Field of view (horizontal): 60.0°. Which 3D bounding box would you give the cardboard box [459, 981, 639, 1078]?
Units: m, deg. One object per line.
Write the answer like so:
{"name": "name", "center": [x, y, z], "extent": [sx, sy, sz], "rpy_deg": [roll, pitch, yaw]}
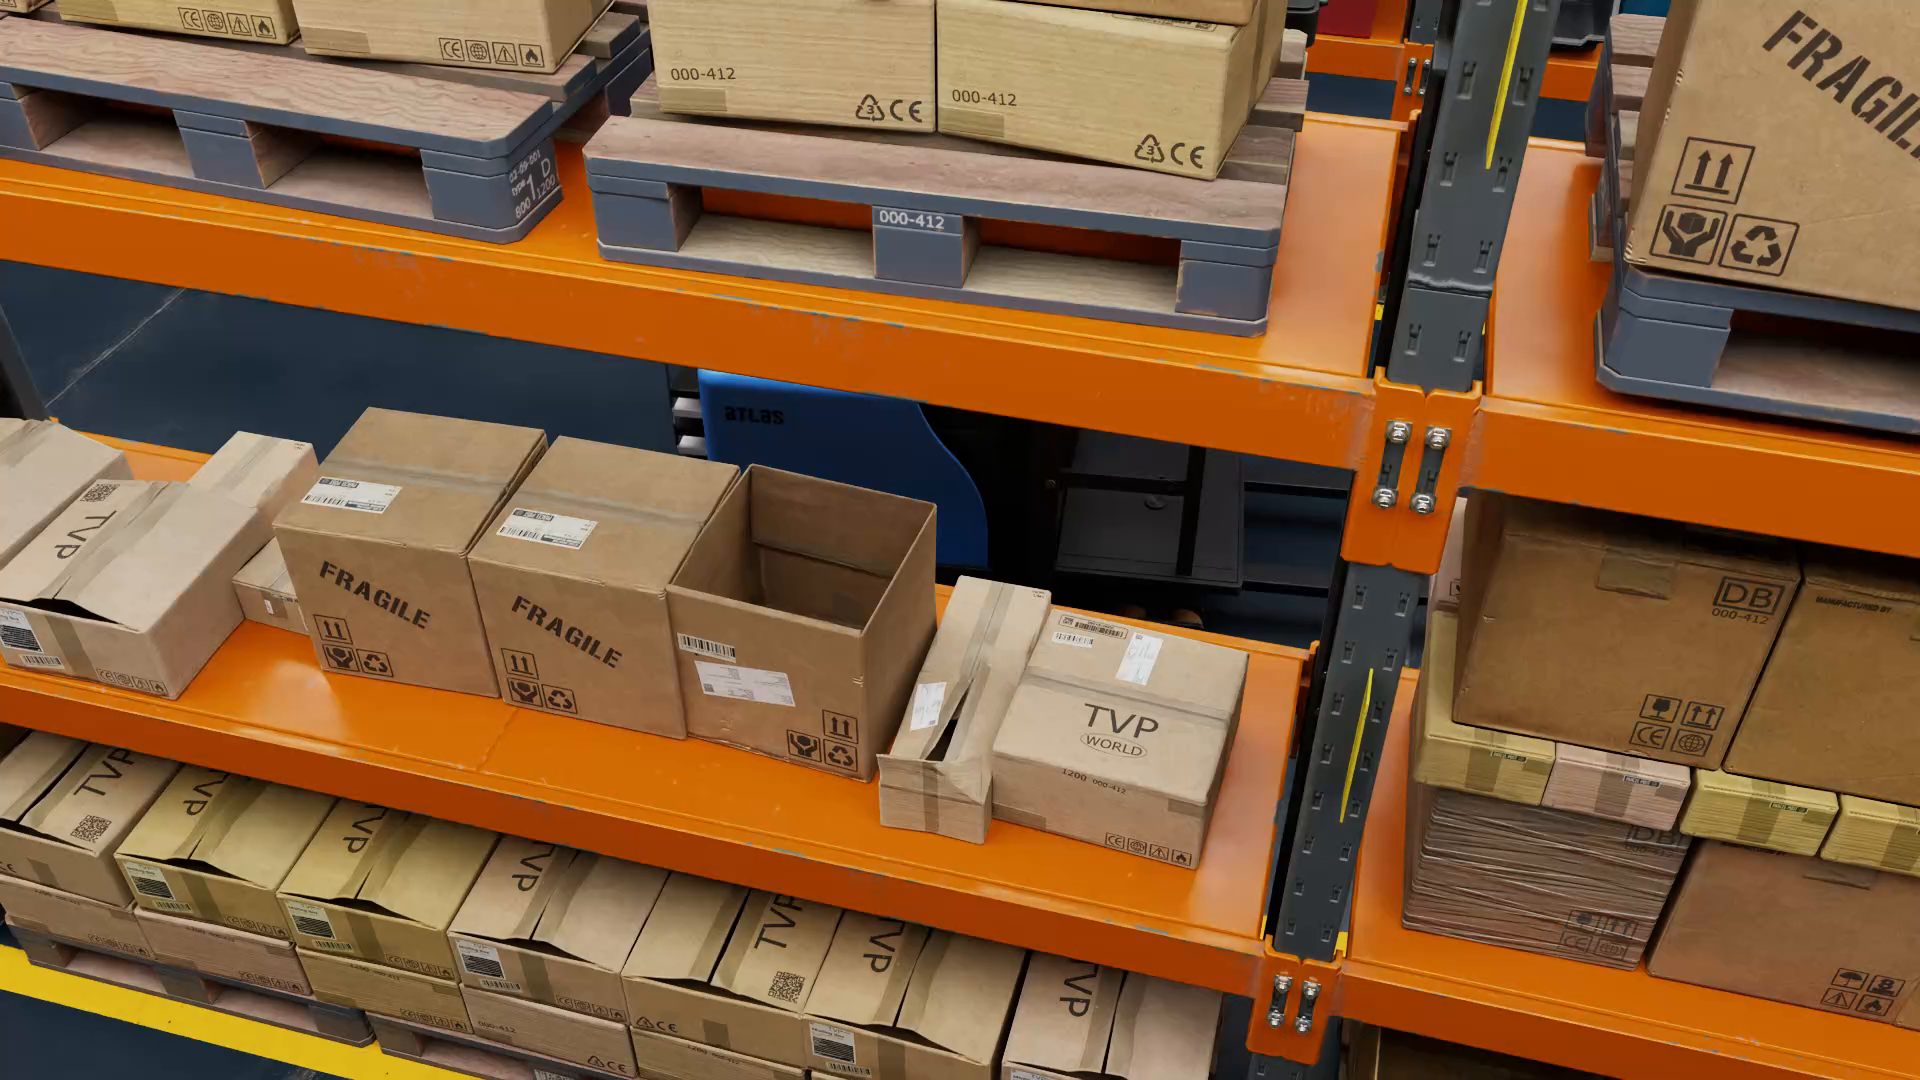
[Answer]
{"name": "cardboard box", "center": [-1.076, 1.209, 4.789], "extent": [0.500, 0.250, 0.500], "rpy_deg": [11, 41, 12]}

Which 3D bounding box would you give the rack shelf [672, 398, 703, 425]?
{"name": "rack shelf", "center": [-0.987, -0.543, 6.469], "extent": [0.200, 0.077, 0.258], "rpy_deg": [5, 40, 6]}

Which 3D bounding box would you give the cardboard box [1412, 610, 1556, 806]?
{"name": "cardboard box", "center": [1.083, 0.340, 3.431], "extent": [0.250, 0.149, 0.380], "rpy_deg": [10, 41, 11]}

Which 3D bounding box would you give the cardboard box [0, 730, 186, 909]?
{"name": "cardboard box", "center": [-2.561, 0.743, 4.908], "extent": [0.500, 0.311, 0.500], "rpy_deg": [11, 41, 13]}

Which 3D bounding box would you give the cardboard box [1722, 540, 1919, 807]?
{"name": "cardboard box", "center": [1.792, 0.080, 3.236], "extent": [0.500, 0.500, 0.700], "rpy_deg": [10, 41, 11]}

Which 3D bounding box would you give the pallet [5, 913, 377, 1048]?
{"name": "pallet", "center": [-2.205, 1.025, 5.365], "extent": [1.213, 0.211, 1.003], "rpy_deg": [10, 41, 11]}

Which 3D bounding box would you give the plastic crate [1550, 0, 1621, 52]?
{"name": "plastic crate", "center": [2.630, -2.425, 7.354], "extent": [0.504, 0.338, 0.767], "rpy_deg": [10, 41, 11]}

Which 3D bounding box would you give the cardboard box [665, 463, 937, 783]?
{"name": "cardboard box", "center": [-0.373, 0.198, 4.104], "extent": [0.500, 0.500, 0.500], "rpy_deg": [13, 42, 15]}

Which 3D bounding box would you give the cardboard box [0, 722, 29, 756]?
{"name": "cardboard box", "center": [-3.356, 0.332, 5.624], "extent": [0.500, 0.500, 0.500], "rpy_deg": [11, 41, 13]}

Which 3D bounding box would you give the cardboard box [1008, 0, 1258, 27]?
{"name": "cardboard box", "center": [0.288, -1.205, 2.727], "extent": [0.500, 0.500, 0.500], "rpy_deg": [10, 41, 12]}

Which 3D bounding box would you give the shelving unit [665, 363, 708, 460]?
{"name": "shelving unit", "center": [-0.987, -0.431, 6.564], "extent": [0.210, 0.900, 0.258], "rpy_deg": [5, 40, 6]}

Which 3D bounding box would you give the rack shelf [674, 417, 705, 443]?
{"name": "rack shelf", "center": [-0.987, -0.474, 6.527], "extent": [0.200, 0.077, 0.258], "rpy_deg": [5, 40, 6]}

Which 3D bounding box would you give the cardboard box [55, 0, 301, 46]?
{"name": "cardboard box", "center": [-1.477, -1.237, 3.348], "extent": [0.500, 0.250, 0.500], "rpy_deg": [9, 41, 11]}

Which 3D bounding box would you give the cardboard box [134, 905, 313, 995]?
{"name": "cardboard box", "center": [-2.075, 1.041, 4.989], "extent": [0.500, 0.250, 0.500], "rpy_deg": [9, 41, 10]}

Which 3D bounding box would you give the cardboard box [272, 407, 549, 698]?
{"name": "cardboard box", "center": [-1.365, 0.027, 4.308], "extent": [0.500, 0.500, 0.500], "rpy_deg": [8, 41, 9]}

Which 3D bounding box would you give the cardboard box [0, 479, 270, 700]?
{"name": "cardboard box", "center": [-2.177, 0.100, 4.368], "extent": [0.500, 0.311, 0.500], "rpy_deg": [9, 41, 11]}

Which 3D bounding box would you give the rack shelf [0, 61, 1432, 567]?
{"name": "rack shelf", "center": [-1.059, -0.744, 3.531], "extent": [4.000, 0.370, 1.077], "rpy_deg": [10, 41, 11]}

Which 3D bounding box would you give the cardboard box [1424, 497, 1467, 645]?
{"name": "cardboard box", "center": [1.192, 0.087, 3.732], "extent": [0.250, 0.149, 0.380], "rpy_deg": [10, 41, 11]}

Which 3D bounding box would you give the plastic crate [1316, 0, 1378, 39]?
{"name": "plastic crate", "center": [1.611, -2.530, 7.380], "extent": [0.583, 0.464, 0.402], "rpy_deg": [10, 41, 11]}

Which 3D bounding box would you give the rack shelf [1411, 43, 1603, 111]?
{"name": "rack shelf", "center": [4.089, -2.007, 7.367], "extent": [4.000, 0.370, 1.077], "rpy_deg": [10, 41, 11]}

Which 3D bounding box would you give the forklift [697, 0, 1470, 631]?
{"name": "forklift", "center": [0.621, -1.066, 5.740], "extent": [3.031, 2.935, 1.130], "rpy_deg": [5, 40, 6]}

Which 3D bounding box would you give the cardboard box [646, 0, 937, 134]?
{"name": "cardboard box", "center": [-0.251, -0.988, 3.052], "extent": [0.500, 0.250, 0.500], "rpy_deg": [6, 40, 7]}

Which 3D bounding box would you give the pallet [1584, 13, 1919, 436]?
{"name": "pallet", "center": [1.704, -0.527, 2.782], "extent": [1.213, 0.211, 1.003], "rpy_deg": [10, 41, 11]}

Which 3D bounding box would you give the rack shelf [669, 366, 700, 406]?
{"name": "rack shelf", "center": [-0.987, -0.612, 6.411], "extent": [0.200, 0.077, 0.258], "rpy_deg": [5, 40, 6]}

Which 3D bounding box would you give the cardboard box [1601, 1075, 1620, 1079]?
{"name": "cardboard box", "center": [1.726, 1.416, 3.960], "extent": [0.500, 0.500, 0.500], "rpy_deg": [10, 41, 11]}

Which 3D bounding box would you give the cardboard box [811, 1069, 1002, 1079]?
{"name": "cardboard box", "center": [-0.090, 1.380, 4.586], "extent": [0.500, 0.250, 0.500], "rpy_deg": [9, 41, 11]}

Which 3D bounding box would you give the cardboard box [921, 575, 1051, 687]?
{"name": "cardboard box", "center": [0.070, 0.283, 4.275], "extent": [0.250, 0.149, 0.380], "rpy_deg": [10, 41, 11]}

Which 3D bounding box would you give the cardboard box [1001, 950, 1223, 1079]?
{"name": "cardboard box", "center": [0.408, 1.250, 4.305], "extent": [0.500, 0.311, 0.500], "rpy_deg": [10, 41, 11]}

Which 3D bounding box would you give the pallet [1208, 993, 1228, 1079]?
{"name": "pallet", "center": [0.152, 1.431, 4.882], "extent": [1.213, 0.211, 1.003], "rpy_deg": [10, 41, 11]}

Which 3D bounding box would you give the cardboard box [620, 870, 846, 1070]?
{"name": "cardboard box", "center": [-0.578, 1.083, 4.504], "extent": [0.500, 0.311, 0.500], "rpy_deg": [10, 41, 11]}

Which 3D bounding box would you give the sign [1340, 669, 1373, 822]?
{"name": "sign", "center": [0.743, 0.387, 3.118], "extent": [0.005, 0.325, 0.100], "rpy_deg": [10, 41, 11]}

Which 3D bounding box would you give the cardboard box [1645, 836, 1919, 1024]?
{"name": "cardboard box", "center": [1.815, 0.577, 3.653], "extent": [0.500, 0.500, 0.700], "rpy_deg": [9, 41, 11]}

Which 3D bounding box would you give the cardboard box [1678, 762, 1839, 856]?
{"name": "cardboard box", "center": [1.575, 0.423, 3.331], "extent": [0.250, 0.149, 0.380], "rpy_deg": [9, 41, 10]}

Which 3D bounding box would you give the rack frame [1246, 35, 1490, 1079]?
{"name": "rack frame", "center": [0.873, 0.462, 3.868], "extent": [0.127, 3.000, 1.000], "rpy_deg": [10, 41, 11]}

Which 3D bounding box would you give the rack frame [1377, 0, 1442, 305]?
{"name": "rack frame", "center": [2.157, -2.615, 7.532], "extent": [0.127, 3.000, 1.000], "rpy_deg": [10, 41, 11]}

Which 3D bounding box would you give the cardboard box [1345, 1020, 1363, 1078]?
{"name": "cardboard box", "center": [1.378, 1.295, 4.687], "extent": [0.500, 0.250, 0.500], "rpy_deg": [10, 41, 11]}

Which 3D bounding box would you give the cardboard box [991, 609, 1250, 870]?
{"name": "cardboard box", "center": [0.387, 0.464, 3.981], "extent": [0.500, 0.250, 0.500], "rpy_deg": [12, 42, 14]}

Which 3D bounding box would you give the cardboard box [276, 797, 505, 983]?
{"name": "cardboard box", "center": [-1.559, 0.912, 4.707], "extent": [0.500, 0.311, 0.500], "rpy_deg": [9, 41, 10]}

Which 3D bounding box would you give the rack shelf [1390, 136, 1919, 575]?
{"name": "rack shelf", "center": [2.805, -0.079, 2.739], "extent": [4.000, 0.370, 1.077], "rpy_deg": [10, 41, 11]}

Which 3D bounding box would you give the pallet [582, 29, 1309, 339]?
{"name": "pallet", "center": [0.018, -0.752, 3.130], "extent": [1.217, 0.209, 0.805], "rpy_deg": [8, 41, 10]}
